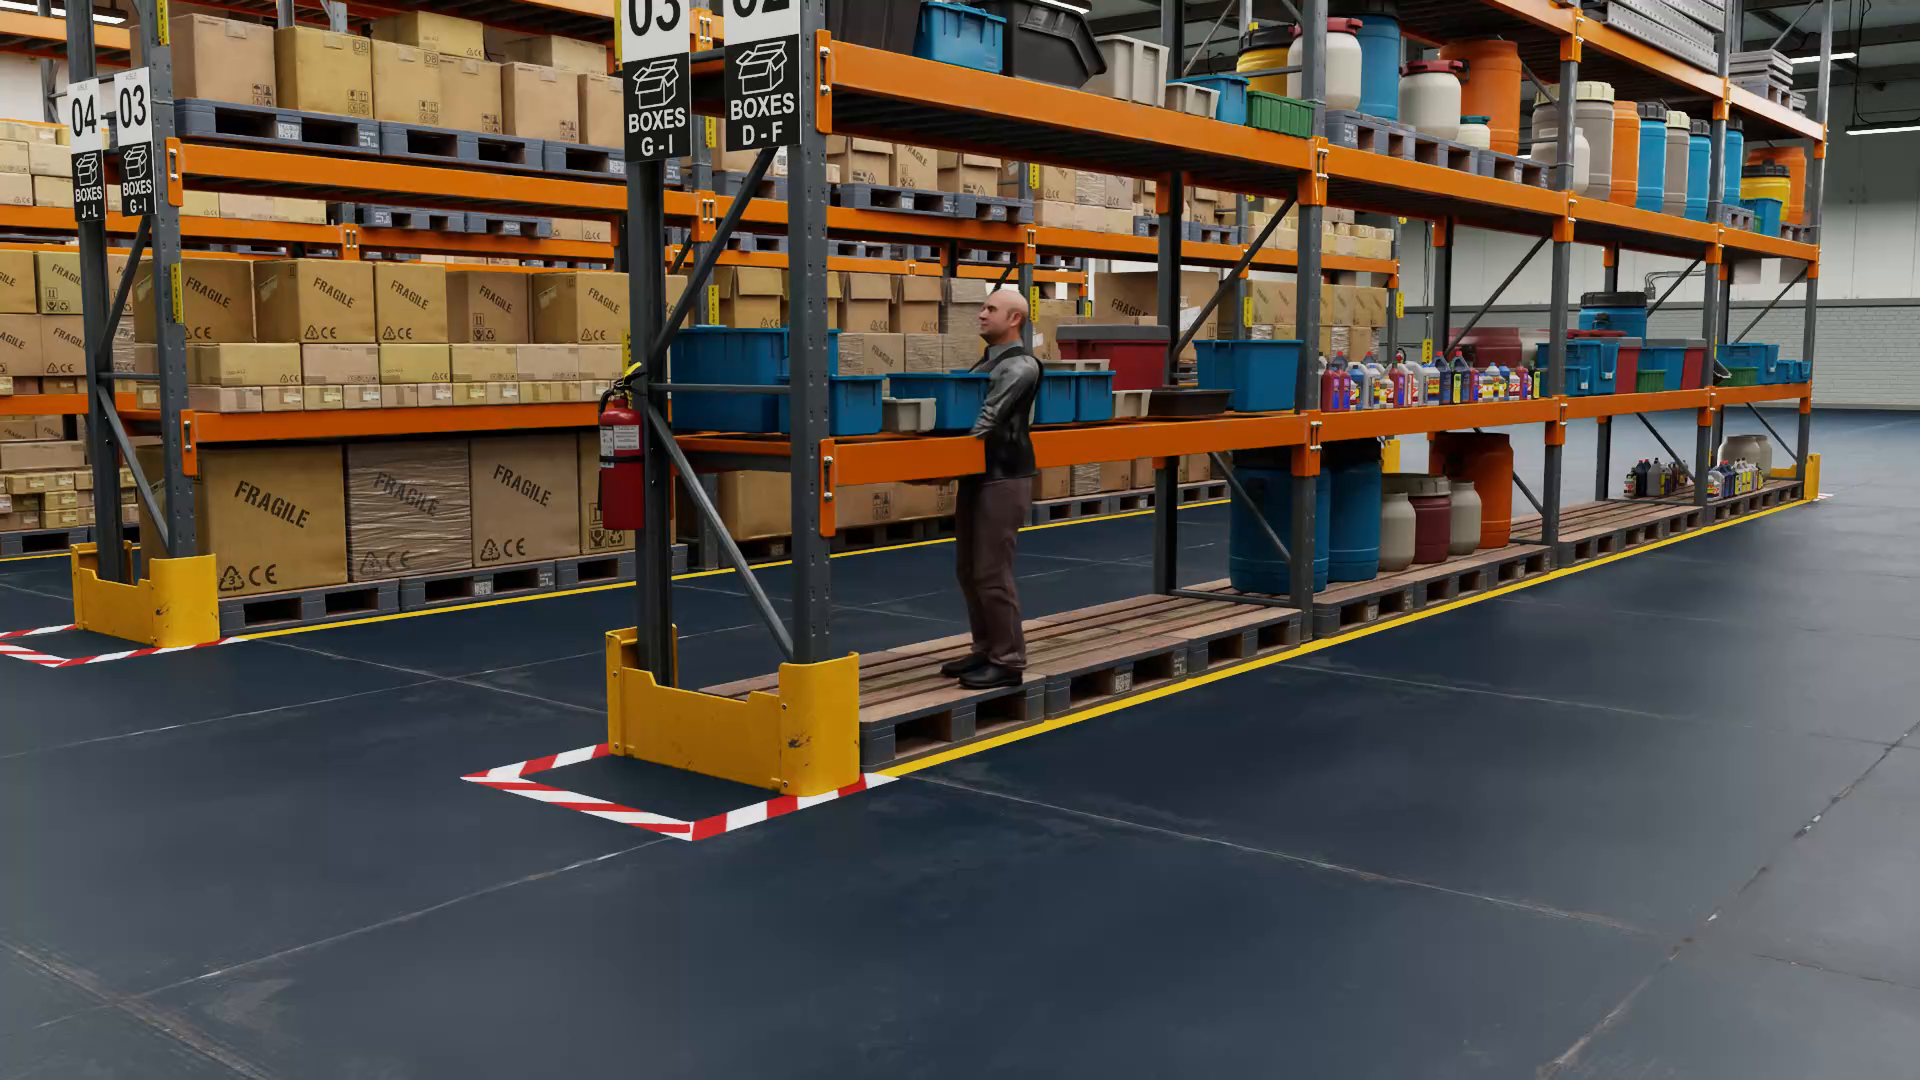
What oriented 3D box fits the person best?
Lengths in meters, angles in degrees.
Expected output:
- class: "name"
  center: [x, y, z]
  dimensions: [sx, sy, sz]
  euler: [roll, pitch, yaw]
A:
- class: "person"
  center: [0.057, -0.225, 7.219]
  dimensions: [0.550, 1.711, 0.494]
  euler: [-2, 7, -18]
